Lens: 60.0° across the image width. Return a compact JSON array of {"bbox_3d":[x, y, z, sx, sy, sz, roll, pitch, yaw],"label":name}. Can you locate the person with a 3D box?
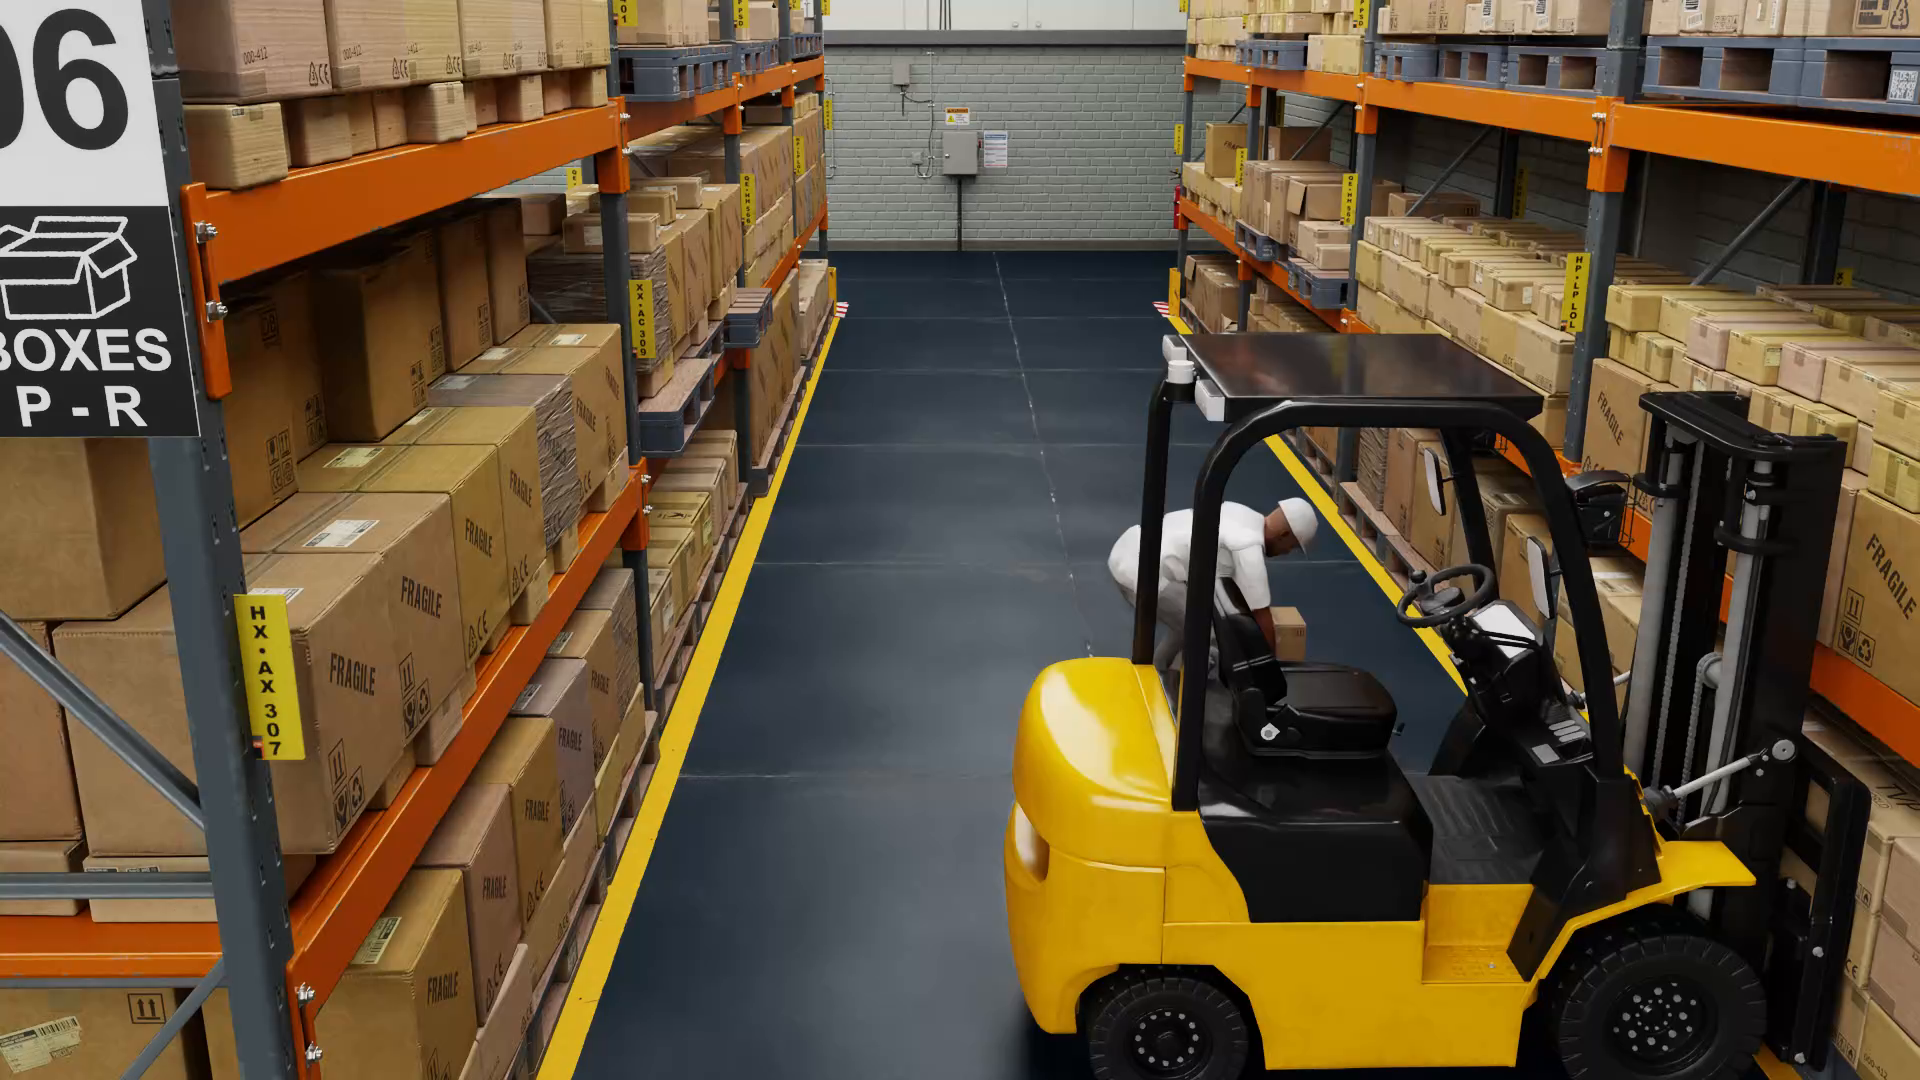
[{"bbox_3d":[1.171,0.307,7.765,0.961,1.026,0.522,-1,17,-3],"label":"person"}]
